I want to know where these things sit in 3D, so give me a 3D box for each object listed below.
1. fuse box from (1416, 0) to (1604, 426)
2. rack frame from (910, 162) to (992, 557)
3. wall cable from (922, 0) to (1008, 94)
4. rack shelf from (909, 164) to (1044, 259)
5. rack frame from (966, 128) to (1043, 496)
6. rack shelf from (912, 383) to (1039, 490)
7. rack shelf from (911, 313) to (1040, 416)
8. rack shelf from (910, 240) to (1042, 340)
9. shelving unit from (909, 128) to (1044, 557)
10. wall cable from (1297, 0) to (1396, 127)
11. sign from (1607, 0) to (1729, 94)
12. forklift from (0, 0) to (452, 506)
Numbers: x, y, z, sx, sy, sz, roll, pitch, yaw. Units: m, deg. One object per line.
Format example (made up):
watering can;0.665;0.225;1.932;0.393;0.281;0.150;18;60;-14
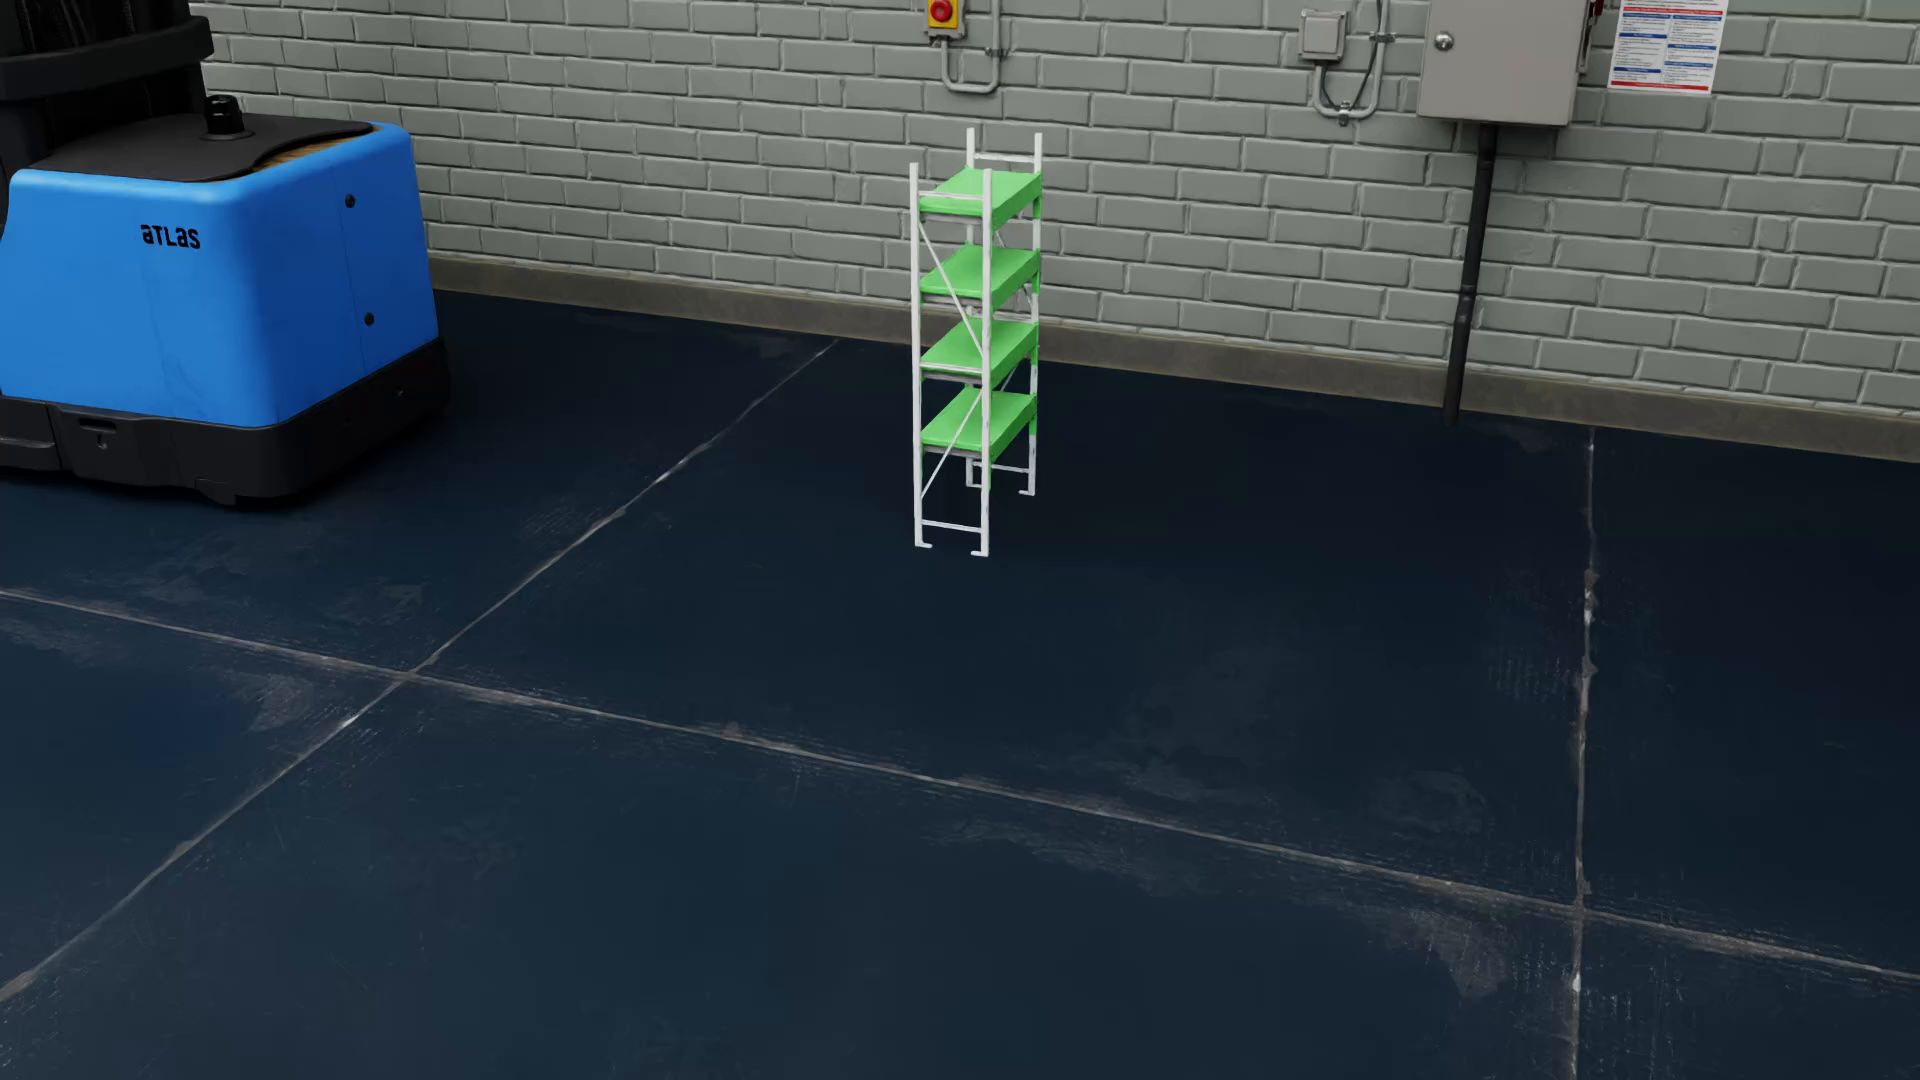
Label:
fuse box;1.823;-1.187;5.739;0.539;1.711;0.414;9;27;17
rack frame;-0.026;-0.508;4.922;0.240;1.200;0.015;9;27;17
wall cable;-0.110;-2.603;5.983;0.585;1.953;0.123;9;27;17
rack shelf;0.055;-0.983;4.948;0.258;0.148;0.480;9;27;17
rack frame;0.136;-0.708;5.336;0.240;1.200;0.015;9;27;17
rack shelf;0.055;-0.335;5.261;0.258;0.148;0.480;9;27;17
rack shelf;0.055;-0.551;5.157;0.258;0.148;0.480;9;27;17
rack shelf;0.055;-0.767;5.052;0.258;0.148;0.480;9;27;17
shelving unit;0.055;-0.608;5.129;0.258;1.200;0.503;9;27;17
wall cable;1.232;-2.388;5.574;0.588;1.984;0.122;9;27;17
sign;2.357;-1.738;5.506;0.329;0.494;0.001;9;27;17
forklift;-3.464;-1.792;5.589;3.031;2.935;1.130;8;27;16
